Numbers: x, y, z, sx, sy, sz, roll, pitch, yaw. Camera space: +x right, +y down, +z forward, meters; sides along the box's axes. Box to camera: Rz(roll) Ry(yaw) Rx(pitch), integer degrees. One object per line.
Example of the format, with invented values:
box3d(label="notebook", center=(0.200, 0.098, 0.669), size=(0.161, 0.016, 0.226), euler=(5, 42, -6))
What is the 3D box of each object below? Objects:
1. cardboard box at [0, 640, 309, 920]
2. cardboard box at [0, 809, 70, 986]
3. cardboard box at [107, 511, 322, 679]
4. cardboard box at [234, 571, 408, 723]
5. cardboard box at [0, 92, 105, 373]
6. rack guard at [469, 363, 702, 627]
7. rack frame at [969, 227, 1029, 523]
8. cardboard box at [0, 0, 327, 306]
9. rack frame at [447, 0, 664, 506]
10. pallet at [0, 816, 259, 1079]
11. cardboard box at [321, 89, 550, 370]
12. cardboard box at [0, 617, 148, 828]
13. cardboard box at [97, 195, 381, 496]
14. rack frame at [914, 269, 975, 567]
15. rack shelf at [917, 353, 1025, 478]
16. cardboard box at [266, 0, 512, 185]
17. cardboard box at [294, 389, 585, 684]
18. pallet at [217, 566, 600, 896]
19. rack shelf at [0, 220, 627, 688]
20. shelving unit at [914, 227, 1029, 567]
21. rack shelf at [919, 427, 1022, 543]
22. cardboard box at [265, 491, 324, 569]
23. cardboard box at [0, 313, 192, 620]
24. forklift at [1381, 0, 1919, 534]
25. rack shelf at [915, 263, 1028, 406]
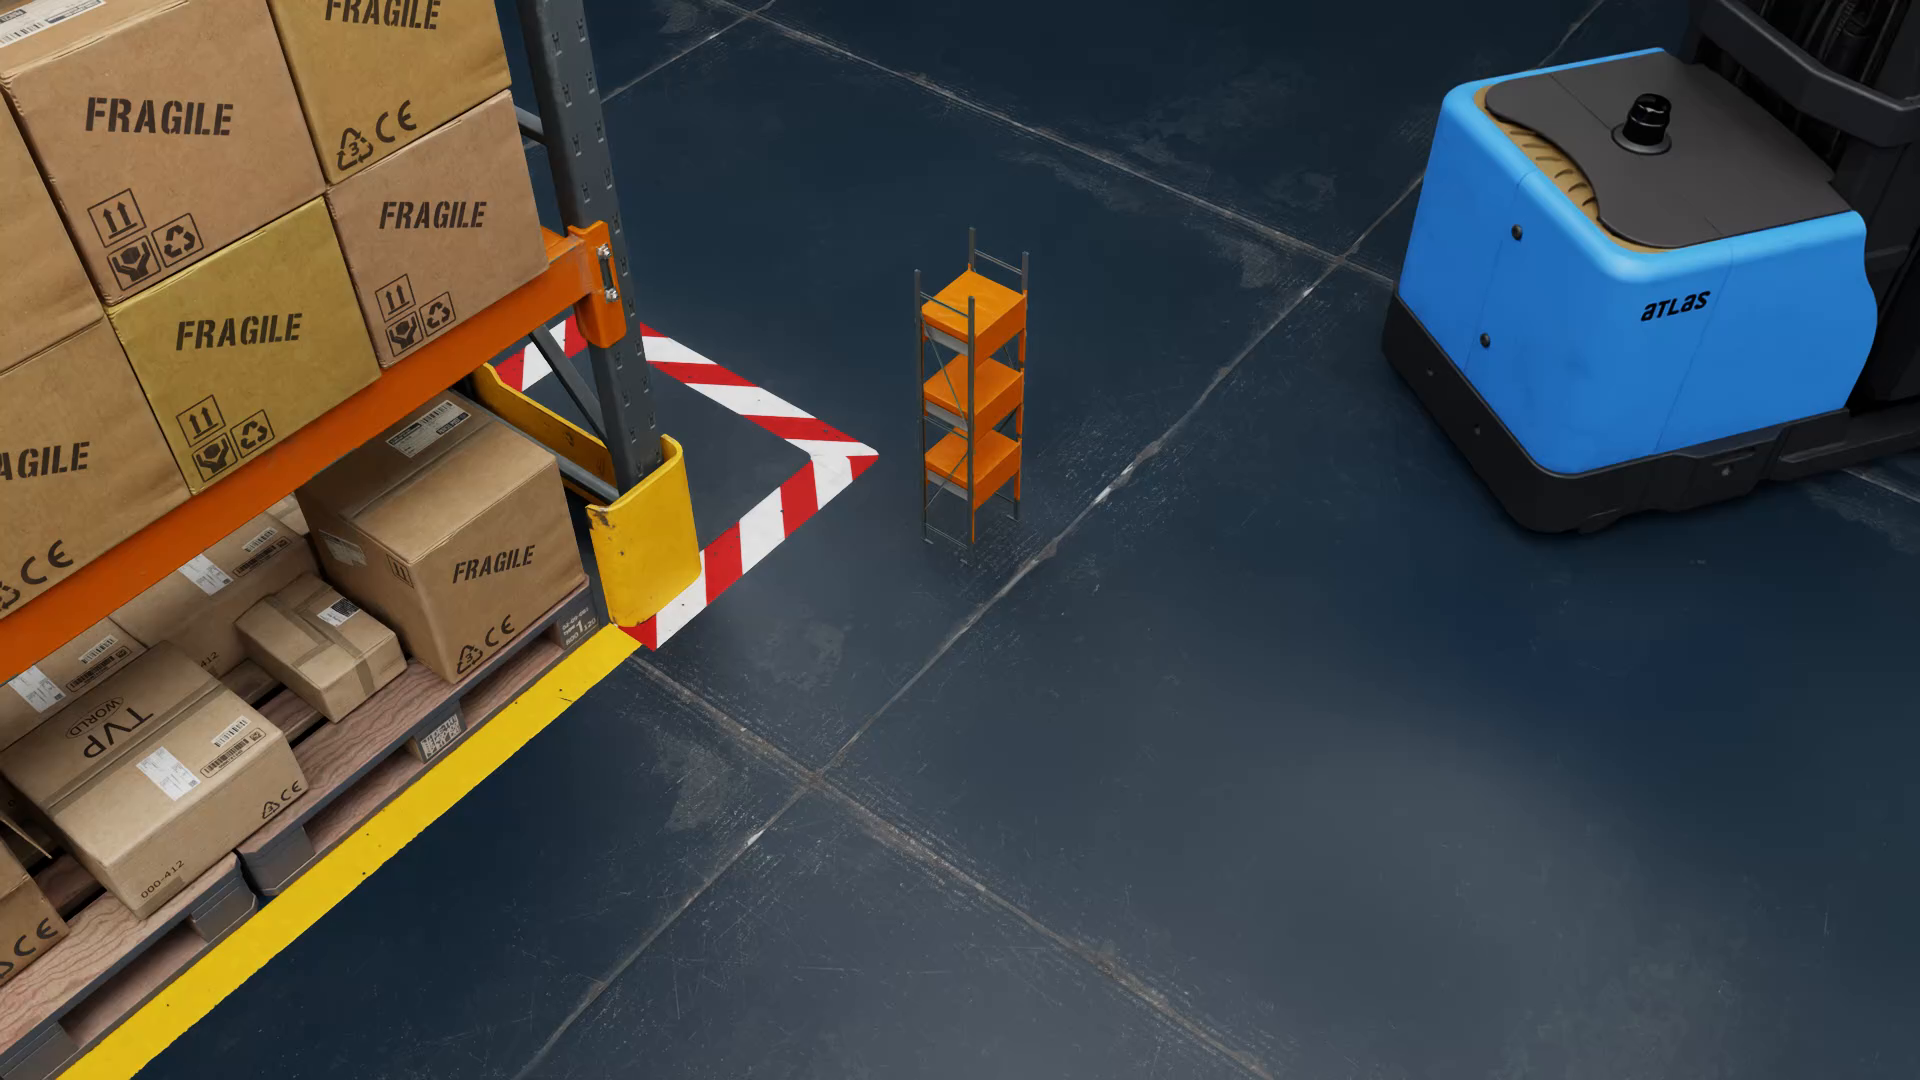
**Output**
box3d(label="cardboard box", center=(-2.038, 0.594, 4.206), size=(0.500, 0.250, 0.500), euler=(29, 53, 25))
box3d(label="cardboard box", center=(-2.597, 0.768, 3.865), size=(0.797, 0.503, 0.637), euler=(29, 53, 25))
box3d(label="cardboard box", center=(-2.159, 0.115, 4.663), size=(0.500, 0.250, 0.500), euler=(29, 53, 25))
box3d(label="cardboard box", center=(-1.753, 0.284, 4.559), size=(0.380, 0.166, 0.250), euler=(29, 53, 25))
box3d(label="cardboard box", center=(-1.972, -0.570, 2.959), size=(0.500, 0.500, 0.500), euler=(31, 54, 26))
box3d(label="rack guard", center=(-1.343, -0.247, 5.141), size=(1.175, 0.500, 0.348), euler=(29, 53, 25))
box3d(label="rack frame", center=(0.107, -0.463, 4.966), size=(0.200, 1.050, 0.008), euler=(29, 53, 25))
box3d(label="cardboard box", center=(-1.659, -0.869, 3.245), size=(0.500, 0.500, 0.500), euler=(31, 54, 26))
box3d(label="rack frame", center=(-1.296, -1.154, 4.278), size=(1.000, 3.000, 0.127), euler=(29, 53, 25))
box3d(label="pallet", center=(-2.576, 1.004, 4.145), size=(1.003, 0.211, 1.213), euler=(29, 53, 25))
box3d(label="cardboard box", center=(-1.355, -0.812, 3.882), size=(0.500, 0.500, 0.500), euler=(31, 54, 26))
box3d(label="cardboard box", center=(-2.465, 0.401, 4.389), size=(0.500, 0.250, 0.500), euler=(29, 53, 25))
box3d(label="cardboard box", center=(-1.669, -0.514, 3.597), size=(0.500, 0.500, 0.500), euler=(30, 53, 25))
box3d(label="rack frame", center=(-0.042, -0.323, 4.833), size=(0.200, 1.050, 0.008), euler=(29, 53, 25))
box3d(label="rack shelf", center=(0.033, -0.386, 4.907), size=(0.215, 0.259, 0.240), euler=(29, 53, 25))
box3d(label="cardboard box", center=(-1.351, -1.158, 3.521), size=(0.500, 0.500, 0.500), euler=(29, 53, 25))
box3d(label="cardboard box", center=(-1.434, -0.023, 4.622), size=(0.500, 0.500, 0.500), euler=(29, 53, 25))
box3d(label="pallet", center=(-1.830, 0.309, 4.809), size=(1.003, 0.211, 1.213), euler=(29, 53, 25))
box3d(label="rack shelf", center=(-2.519, 0.239, 3.445), size=(1.077, 0.370, 4.000), euler=(29, 53, 25))
box3d(label="shelving unit", center=(0.033, -0.393, 4.900), size=(0.215, 1.050, 0.252), euler=(29, 53, 25))
box3d(label="rack shelf", center=(0.033, -0.194, 5.108), size=(0.215, 0.259, 0.240), euler=(29, 53, 25))
box3d(label="cardboard box", center=(-1.977, -0.097, 4.923), size=(0.380, 0.166, 0.250), euler=(29, 53, 25))
box3d(label="cardboard box", center=(-1.979, -0.231, 3.327), size=(0.500, 0.500, 0.500), euler=(30, 53, 25))
box3d(label="forklift", center=(3.041, -1.664, 4.813), size=(3.031, 2.935, 1.130), euler=(-13, 48, -12))
box3d(label="rack shelf", center=(0.033, -0.582, 4.702), size=(0.215, 0.259, 0.240), euler=(29, 53, 25))
